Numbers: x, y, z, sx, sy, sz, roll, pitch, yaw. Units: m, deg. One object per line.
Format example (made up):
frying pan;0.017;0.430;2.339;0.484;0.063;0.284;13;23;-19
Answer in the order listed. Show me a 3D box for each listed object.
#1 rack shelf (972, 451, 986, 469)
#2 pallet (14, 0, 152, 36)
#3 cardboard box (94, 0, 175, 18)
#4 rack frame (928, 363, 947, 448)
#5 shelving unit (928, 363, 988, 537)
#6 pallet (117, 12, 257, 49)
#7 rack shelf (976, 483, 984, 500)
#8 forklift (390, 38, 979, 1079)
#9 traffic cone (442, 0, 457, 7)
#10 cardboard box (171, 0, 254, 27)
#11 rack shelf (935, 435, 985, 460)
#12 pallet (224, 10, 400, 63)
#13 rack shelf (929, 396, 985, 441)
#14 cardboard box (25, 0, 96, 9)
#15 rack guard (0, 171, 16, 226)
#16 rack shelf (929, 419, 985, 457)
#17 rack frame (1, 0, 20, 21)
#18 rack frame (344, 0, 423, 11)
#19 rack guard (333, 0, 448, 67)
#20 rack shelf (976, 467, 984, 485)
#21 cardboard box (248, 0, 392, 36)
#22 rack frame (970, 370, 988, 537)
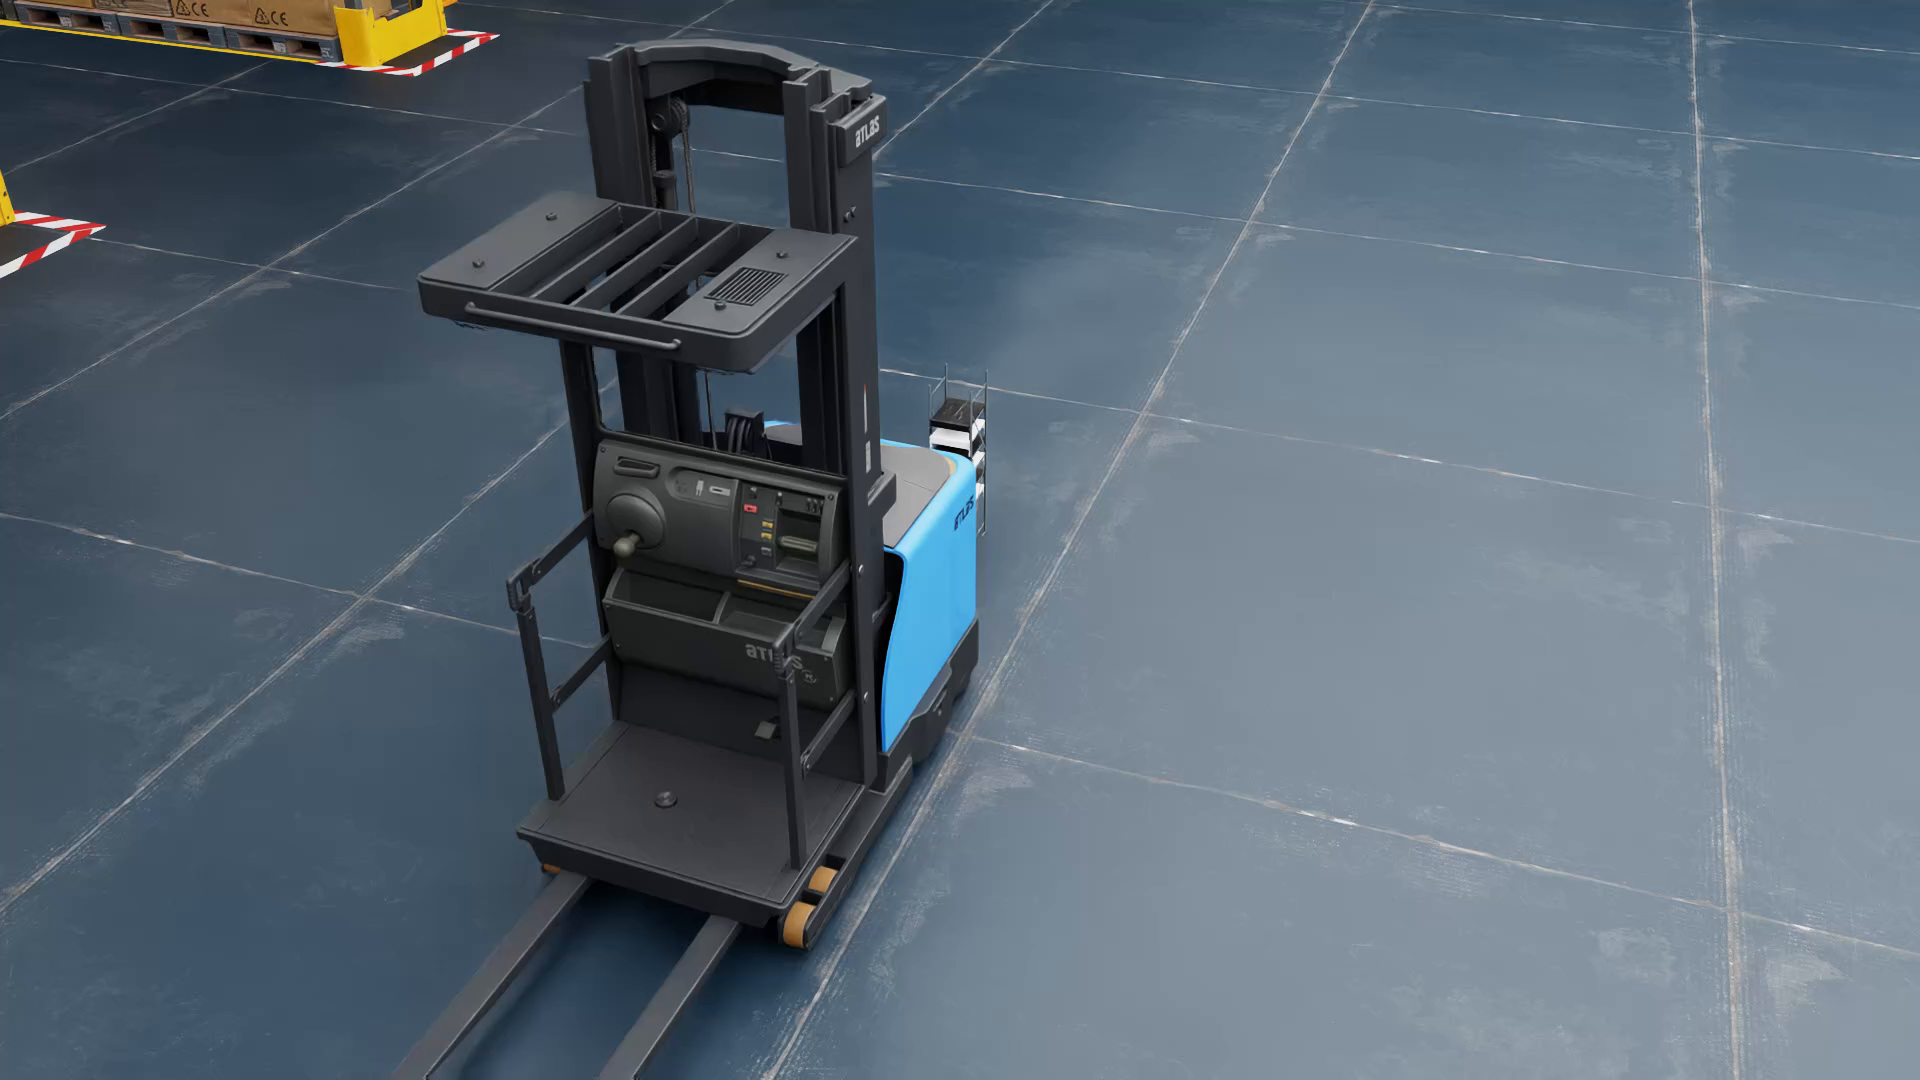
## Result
rack shelf;-0.008;-0.352;8.026;0.200;0.077;0.258;11;34;16
pallet;-8.252;-5.154;16.038;1.213;0.211;1.003;11;34;16
cardboard box;-7.523;-5.474;15.535;0.875;0.875;0.875;11;35;17
rack frame;-0.103;-0.398;8.037;0.006;0.900;0.240;11;34;16
shelving unit;-0.008;-0.380;8.008;0.210;0.900;0.258;11;34;16
pallet;-7.100;-4.931;15.693;1.213;0.211;1.003;11;34;16
rack shelf;-0.008;-0.200;8.124;0.200;0.077;0.258;11;34;16
forklift;-0.927;-0.022;5.583;1.130;2.935;3.031;12;35;18
traffic cone;-5.197;-5.529;16.387;0.334;0.463;0.336;11;34;16
cardboard box;-6.666;-5.306;15.275;0.875;0.875;0.875;10;34;16
rack shelf;-0.008;-0.427;7.977;0.200;0.077;0.258;11;34;16
pallet;-5.955;-4.707;15.346;1.213;0.211;1.003;11;34;16
rack shelf;-0.008;-0.578;7.880;0.200;0.077;0.258;11;34;16
cardboard box;-8.373;-5.637;15.787;0.875;0.875;0.875;12;35;17
rack guard;-7.016;-2.222;11.230;0.348;0.500;1.175;11;34;16
rack shelf;-0.008;-0.503;7.929;0.200;0.077;0.258;11;34;16
rack frame;-8.941;-6.504;15.559;0.127;3.000;1.000;11;34;16
rack frame;-5.176;-5.772;14.425;0.127;3.000;1.000;11;34;16
rack guard;-5.153;-4.718;15.096;0.348;0.500;1.175;11;34;16
rack shelf;-0.008;-0.276;8.075;0.200;0.077;0.258;11;34;16
cardboard box;-5.837;-5.146;15.027;0.875;0.875;0.875;11;35;17
rack frame;0.088;-0.361;7.979;0.006;0.900;0.240;11;34;16
